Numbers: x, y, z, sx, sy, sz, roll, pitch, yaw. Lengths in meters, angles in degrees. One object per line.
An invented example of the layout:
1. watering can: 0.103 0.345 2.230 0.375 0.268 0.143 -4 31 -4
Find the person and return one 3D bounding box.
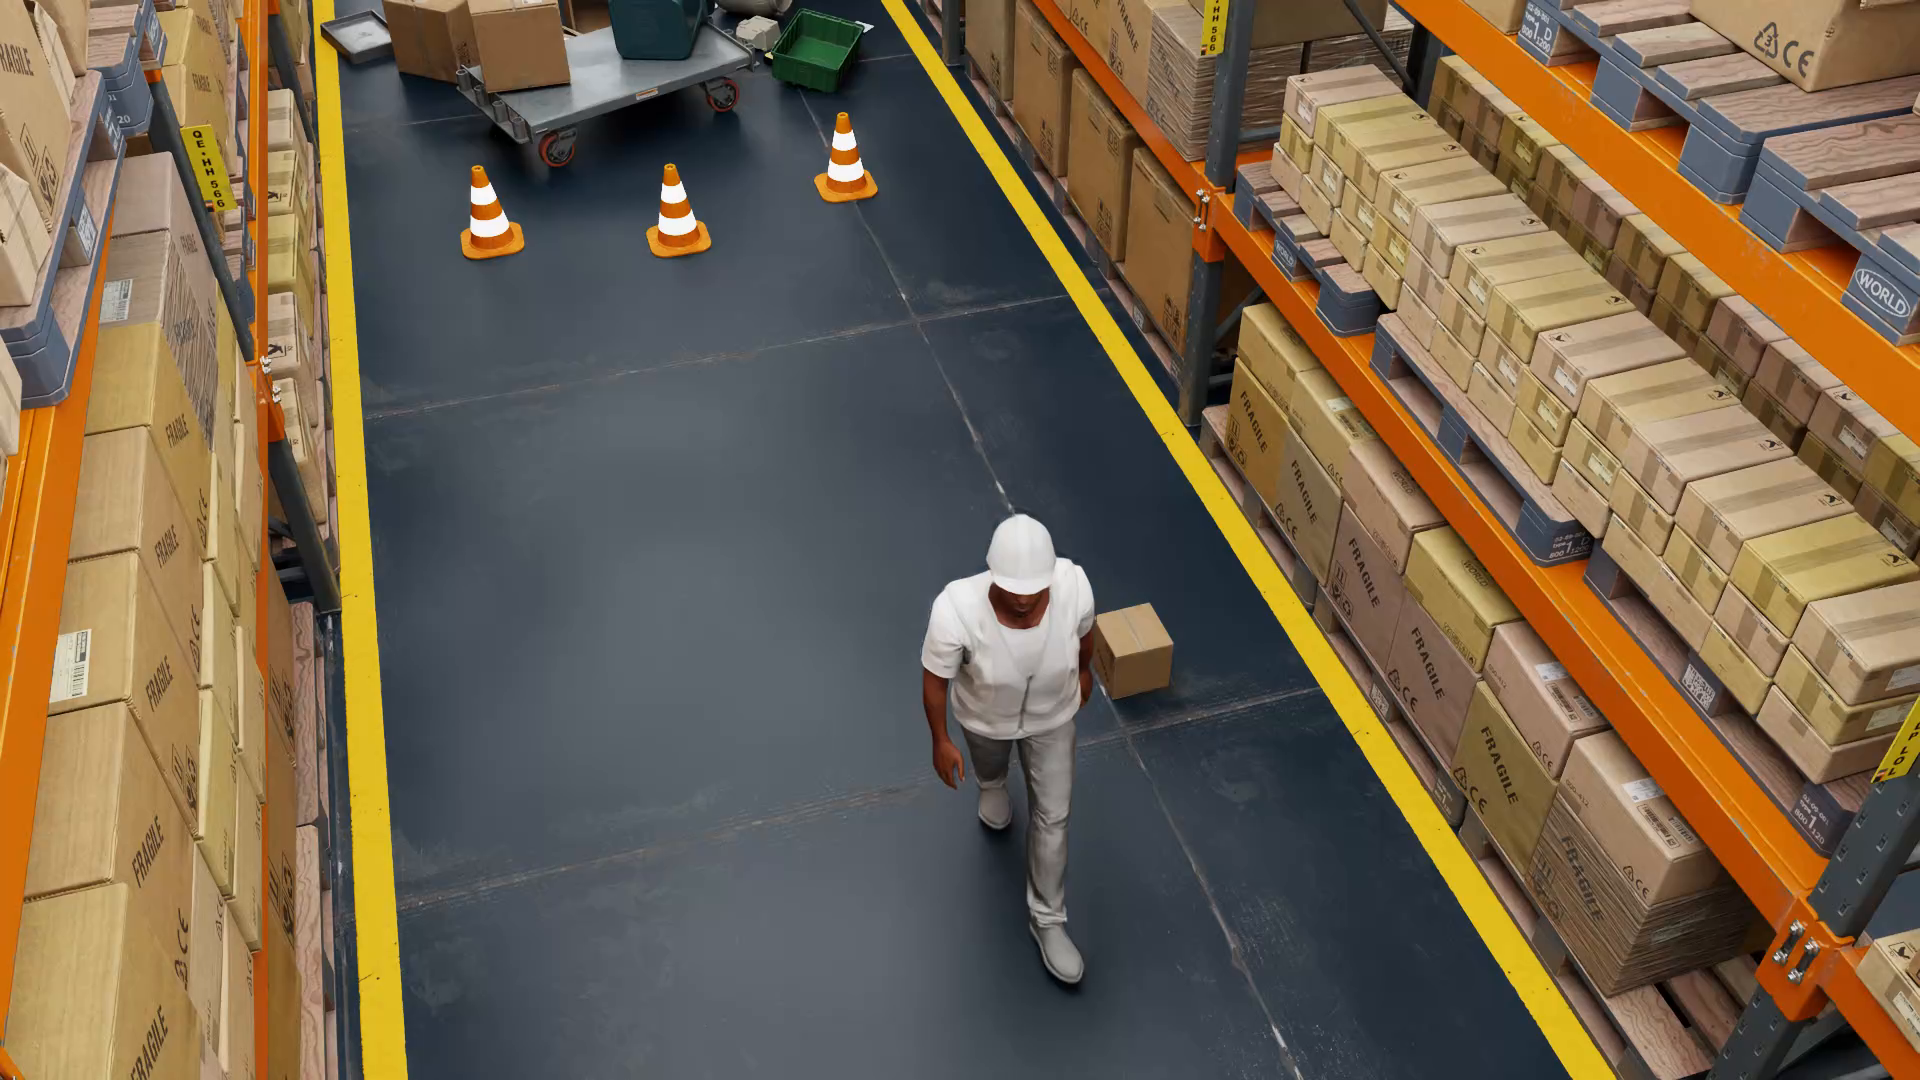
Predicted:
1. person: 0.186 0.636 5.449 0.604 1.707 1.065 -4 42 -4
